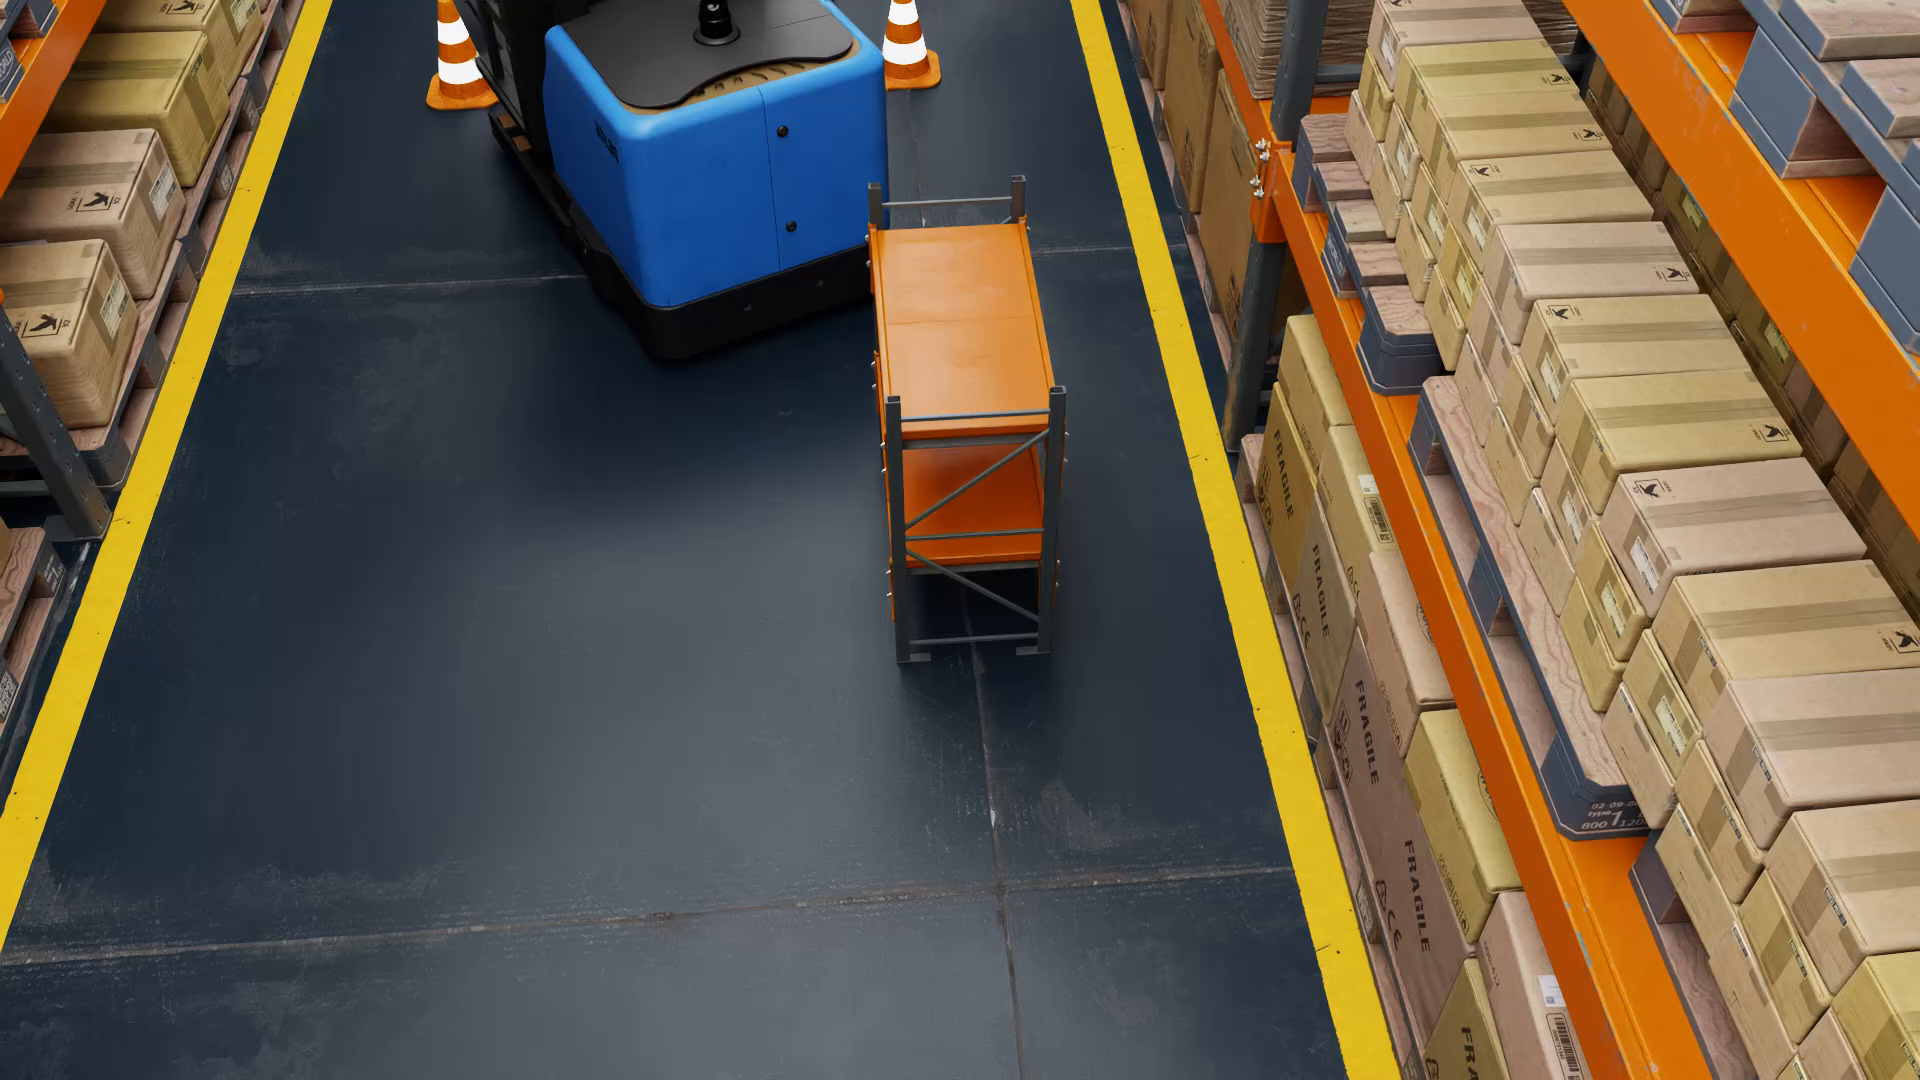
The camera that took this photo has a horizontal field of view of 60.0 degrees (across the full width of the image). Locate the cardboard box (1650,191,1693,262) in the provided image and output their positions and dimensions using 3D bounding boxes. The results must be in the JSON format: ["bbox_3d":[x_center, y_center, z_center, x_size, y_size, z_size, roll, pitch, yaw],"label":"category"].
[{"bbox_3d":[2.004,-0.779,4.306,0.380,0.149,0.250,-3,47,-3],"label":"cardboard box"}]

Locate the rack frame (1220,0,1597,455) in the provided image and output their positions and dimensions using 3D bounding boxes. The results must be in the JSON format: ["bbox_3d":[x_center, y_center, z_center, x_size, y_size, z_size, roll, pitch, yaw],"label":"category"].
[{"bbox_3d":[1.464,-1.416,5.025,1.000,3.000,0.127,-3,47,-3],"label":"rack frame"}]

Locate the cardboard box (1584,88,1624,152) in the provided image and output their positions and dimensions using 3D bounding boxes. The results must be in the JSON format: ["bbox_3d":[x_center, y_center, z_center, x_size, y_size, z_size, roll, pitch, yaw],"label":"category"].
[{"bbox_3d":[1.963,-1.145,4.653,0.380,0.149,0.250,-3,47,-3],"label":"cardboard box"}]

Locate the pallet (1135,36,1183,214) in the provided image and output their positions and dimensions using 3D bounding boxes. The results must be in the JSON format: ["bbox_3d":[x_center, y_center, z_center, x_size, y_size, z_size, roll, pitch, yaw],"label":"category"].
[{"bbox_3d":[1.374,-1.913,7.416,1.003,0.211,1.213,-3,47,-3],"label":"pallet"}]

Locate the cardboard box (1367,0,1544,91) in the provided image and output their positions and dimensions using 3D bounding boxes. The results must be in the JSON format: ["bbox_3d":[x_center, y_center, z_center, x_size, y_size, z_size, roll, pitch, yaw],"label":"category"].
[{"bbox_3d":[1.310,-1.330,4.417,0.380,0.149,0.250,-3,47,-3],"label":"cardboard box"}]

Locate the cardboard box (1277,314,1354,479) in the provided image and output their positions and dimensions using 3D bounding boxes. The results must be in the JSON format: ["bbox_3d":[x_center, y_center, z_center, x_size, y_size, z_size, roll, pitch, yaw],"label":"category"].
[{"bbox_3d":[1.280,-0.445,5.022,0.500,0.250,0.500,-5,47,-5],"label":"cardboard box"}]

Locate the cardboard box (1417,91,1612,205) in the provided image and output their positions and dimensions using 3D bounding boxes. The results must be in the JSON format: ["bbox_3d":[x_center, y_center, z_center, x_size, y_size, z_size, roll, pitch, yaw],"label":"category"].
[{"bbox_3d":[1.351,-0.961,4.068,0.380,0.149,0.250,-4,47,-4],"label":"cardboard box"}]

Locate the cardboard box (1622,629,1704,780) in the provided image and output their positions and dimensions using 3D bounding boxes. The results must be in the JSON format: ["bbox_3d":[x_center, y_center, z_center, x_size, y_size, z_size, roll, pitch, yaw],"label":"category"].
[{"bbox_3d":[1.480,0.285,3.093,0.380,0.149,0.250,-6,47,-5],"label":"cardboard box"}]

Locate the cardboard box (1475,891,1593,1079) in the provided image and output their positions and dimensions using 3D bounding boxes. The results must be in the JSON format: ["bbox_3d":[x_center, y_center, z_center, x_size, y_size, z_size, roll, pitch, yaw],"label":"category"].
[{"bbox_3d":[1.454,1.039,3.616,0.500,0.250,0.500,-1,47,-1],"label":"cardboard box"}]

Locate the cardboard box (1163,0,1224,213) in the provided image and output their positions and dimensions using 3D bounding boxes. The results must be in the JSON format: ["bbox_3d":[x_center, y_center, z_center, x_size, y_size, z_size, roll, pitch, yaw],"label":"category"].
[{"bbox_3d":[1.426,-1.865,6.711,1.050,0.750,0.750,-3,47,-3],"label":"cardboard box"}]

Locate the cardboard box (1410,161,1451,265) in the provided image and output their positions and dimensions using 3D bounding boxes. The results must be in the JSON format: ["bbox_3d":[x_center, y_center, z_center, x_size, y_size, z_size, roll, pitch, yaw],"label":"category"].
[{"bbox_3d":[1.354,-0.826,4.145,0.380,0.149,0.250,-5,47,-5],"label":"cardboard box"}]

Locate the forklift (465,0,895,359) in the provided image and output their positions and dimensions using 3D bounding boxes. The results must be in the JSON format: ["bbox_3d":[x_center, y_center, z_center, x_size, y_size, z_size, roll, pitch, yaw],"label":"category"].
[{"bbox_3d":[-1.416,-2.758,6.344,1.130,2.935,3.031,-22,50,-20],"label":"forklift"}]

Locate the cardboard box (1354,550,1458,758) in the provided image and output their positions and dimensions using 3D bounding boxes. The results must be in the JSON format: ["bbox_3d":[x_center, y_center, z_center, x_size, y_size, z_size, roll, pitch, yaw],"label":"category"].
[{"bbox_3d":[1.351,0.280,4.334,0.500,0.250,0.500,-3,47,-3],"label":"cardboard box"}]

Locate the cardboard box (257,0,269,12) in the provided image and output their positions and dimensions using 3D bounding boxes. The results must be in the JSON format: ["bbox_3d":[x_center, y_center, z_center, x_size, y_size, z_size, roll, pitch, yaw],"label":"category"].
[{"bbox_3d":[-3.749,-2.798,7.854,0.950,0.372,0.625,-3,47,-3],"label":"cardboard box"}]

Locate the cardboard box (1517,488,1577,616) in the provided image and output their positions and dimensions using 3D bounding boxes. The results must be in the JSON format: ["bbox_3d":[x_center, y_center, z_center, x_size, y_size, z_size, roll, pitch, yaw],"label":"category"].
[{"bbox_3d":[1.433,0.009,3.559,0.380,0.149,0.250,-5,47,-5],"label":"cardboard box"}]

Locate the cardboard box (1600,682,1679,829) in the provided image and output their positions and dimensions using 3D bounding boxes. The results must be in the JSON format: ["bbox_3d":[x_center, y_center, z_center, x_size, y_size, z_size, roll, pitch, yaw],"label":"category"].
[{"bbox_3d":[1.477,0.394,3.195,0.380,0.149,0.250,-5,47,-5],"label":"cardboard box"}]

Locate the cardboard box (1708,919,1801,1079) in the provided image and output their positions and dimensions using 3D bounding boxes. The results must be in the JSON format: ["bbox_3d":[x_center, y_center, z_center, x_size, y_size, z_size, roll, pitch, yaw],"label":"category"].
[{"bbox_3d":[1.527,0.776,2.833,0.380,0.149,0.250,-4,47,-3],"label":"cardboard box"}]

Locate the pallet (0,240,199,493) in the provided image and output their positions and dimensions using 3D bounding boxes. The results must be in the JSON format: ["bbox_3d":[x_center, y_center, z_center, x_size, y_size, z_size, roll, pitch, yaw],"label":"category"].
[{"bbox_3d":[-3.524,-0.649,6.219,1.003,0.211,1.213,-3,47,-3],"label":"pallet"}]

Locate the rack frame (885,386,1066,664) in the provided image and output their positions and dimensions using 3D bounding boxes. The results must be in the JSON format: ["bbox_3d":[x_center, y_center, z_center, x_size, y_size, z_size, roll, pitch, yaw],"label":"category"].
[{"bbox_3d":[0.043,-0.014,4.989,0.500,1.125,0.032,-3,47,-3],"label":"rack frame"}]

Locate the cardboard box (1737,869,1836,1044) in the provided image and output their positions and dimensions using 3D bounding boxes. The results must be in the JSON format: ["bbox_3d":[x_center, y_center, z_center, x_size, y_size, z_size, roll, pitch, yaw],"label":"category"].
[{"bbox_3d":[1.527,0.671,2.727,0.380,0.149,0.250,-2,47,-2],"label":"cardboard box"}]

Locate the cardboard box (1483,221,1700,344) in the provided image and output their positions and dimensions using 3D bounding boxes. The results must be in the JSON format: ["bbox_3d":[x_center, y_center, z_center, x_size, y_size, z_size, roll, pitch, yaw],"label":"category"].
[{"bbox_3d":[1.397,-0.573,3.701,0.380,0.149,0.250,-2,47,-1],"label":"cardboard box"}]

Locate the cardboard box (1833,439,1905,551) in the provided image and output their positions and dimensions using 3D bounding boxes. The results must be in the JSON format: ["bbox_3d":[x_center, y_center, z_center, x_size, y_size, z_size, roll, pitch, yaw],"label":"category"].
[{"bbox_3d":[2.091,-0.127,3.483,0.380,0.149,0.250,-4,47,-4],"label":"cardboard box"}]

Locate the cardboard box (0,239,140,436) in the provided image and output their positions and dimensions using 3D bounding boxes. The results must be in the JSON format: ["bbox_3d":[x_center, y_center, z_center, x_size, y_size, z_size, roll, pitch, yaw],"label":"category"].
[{"bbox_3d":[-3.498,-0.693,5.861,0.950,0.372,0.625,-6,47,-6],"label":"cardboard box"}]

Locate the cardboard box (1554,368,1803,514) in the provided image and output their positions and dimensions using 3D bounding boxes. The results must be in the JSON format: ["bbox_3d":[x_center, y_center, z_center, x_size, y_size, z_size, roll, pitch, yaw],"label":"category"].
[{"bbox_3d":[1.438,-0.201,3.349,0.380,0.149,0.250,-4,47,-4],"label":"cardboard box"}]

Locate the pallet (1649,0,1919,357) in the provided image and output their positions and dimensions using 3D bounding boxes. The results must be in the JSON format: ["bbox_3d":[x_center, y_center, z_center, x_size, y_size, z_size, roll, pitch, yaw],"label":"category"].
[{"bbox_3d":[1.763,-0.692,2.403,1.213,0.211,1.003,-3,47,-3],"label":"pallet"}]

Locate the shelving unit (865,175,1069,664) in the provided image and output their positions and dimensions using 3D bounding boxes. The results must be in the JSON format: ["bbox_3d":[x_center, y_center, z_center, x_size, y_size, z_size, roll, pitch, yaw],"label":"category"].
[{"bbox_3d":[0.001,-0.382,5.337,0.538,1.125,1.048,-3,47,-3],"label":"shelving unit"}]

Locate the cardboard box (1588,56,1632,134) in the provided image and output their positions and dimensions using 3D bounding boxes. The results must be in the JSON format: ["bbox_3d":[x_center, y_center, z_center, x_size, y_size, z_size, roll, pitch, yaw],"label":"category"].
[{"bbox_3d":[1.959,-1.247,4.544,0.380,0.149,0.250,-3,47,-2],"label":"cardboard box"}]

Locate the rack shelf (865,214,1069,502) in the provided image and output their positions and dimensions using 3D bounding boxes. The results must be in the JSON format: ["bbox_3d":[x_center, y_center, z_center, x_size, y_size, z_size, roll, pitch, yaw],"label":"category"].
[{"bbox_3d":[0.001,-0.583,5.124,0.538,0.278,1.000,-3,47,-3],"label":"rack shelf"}]

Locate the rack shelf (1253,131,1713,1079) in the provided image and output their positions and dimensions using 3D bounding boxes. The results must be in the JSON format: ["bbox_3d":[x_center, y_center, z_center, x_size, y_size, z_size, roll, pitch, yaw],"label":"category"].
[{"bbox_3d":[1.631,0.278,3.916,1.077,0.370,4.000,-3,47,-3],"label":"rack shelf"}]

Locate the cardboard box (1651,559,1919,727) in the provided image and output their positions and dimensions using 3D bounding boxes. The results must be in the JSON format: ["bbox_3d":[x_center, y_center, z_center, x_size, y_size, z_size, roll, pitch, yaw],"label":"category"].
[{"bbox_3d":[1.488,0.187,2.981,0.380,0.149,0.250,-5,47,-5],"label":"cardboard box"}]

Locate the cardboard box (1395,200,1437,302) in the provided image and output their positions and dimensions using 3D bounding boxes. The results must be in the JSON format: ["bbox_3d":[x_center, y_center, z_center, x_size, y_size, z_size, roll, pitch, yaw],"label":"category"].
[{"bbox_3d":[1.345,-0.749,4.277,0.380,0.149,0.250,-1,47,-1],"label":"cardboard box"}]

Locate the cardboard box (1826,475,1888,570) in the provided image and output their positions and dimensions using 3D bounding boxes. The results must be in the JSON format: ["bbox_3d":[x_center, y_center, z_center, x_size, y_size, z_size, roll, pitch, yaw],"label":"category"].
[{"bbox_3d":[2.091,-0.020,3.587,0.380,0.149,0.250,-5,47,-5],"label":"cardboard box"}]

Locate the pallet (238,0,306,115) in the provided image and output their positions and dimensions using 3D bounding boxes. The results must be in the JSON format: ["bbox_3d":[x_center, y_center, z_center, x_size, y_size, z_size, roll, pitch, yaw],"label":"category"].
[{"bbox_3d":[-3.729,-2.414,7.891,1.003,0.211,1.213,-3,47,-3],"label":"pallet"}]

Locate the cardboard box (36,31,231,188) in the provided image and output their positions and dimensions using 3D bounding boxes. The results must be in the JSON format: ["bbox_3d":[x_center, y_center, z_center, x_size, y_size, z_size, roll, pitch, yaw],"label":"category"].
[{"bbox_3d":[-3.626,-1.775,6.886,0.950,0.372,0.625,-2,47,-2],"label":"cardboard box"}]

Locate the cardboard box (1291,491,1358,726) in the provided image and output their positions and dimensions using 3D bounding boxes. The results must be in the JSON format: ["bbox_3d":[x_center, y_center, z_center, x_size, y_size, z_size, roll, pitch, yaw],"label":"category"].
[{"bbox_3d":[1.314,0.190,4.937,0.500,0.500,0.500,-3,47,-3],"label":"cardboard box"}]

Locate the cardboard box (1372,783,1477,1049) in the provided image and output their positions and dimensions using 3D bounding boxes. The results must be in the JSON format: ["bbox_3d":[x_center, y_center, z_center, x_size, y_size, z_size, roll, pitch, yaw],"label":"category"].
[{"bbox_3d":[1.404,0.930,4.236,0.500,0.500,0.500,-4,47,-4],"label":"cardboard box"}]

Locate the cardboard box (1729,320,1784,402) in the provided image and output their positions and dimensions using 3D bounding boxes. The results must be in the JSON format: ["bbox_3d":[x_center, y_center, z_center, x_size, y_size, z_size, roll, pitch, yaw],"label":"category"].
[{"bbox_3d":[2.045,-0.404,3.951,0.380,0.149,0.250,-5,47,-5],"label":"cardboard box"}]

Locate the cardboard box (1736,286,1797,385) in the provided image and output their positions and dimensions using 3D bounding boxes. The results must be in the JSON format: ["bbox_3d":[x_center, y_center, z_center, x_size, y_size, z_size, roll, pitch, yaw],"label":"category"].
[{"bbox_3d":[2.046,-0.502,3.839,0.380,0.149,0.250,-4,47,-4],"label":"cardboard box"}]

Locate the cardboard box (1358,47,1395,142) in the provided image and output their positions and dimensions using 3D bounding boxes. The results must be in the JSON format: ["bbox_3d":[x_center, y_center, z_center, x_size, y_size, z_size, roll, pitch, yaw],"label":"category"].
[{"bbox_3d":[1.304,-1.215,4.513,0.380,0.149,0.250,-2,47,-2],"label":"cardboard box"}]

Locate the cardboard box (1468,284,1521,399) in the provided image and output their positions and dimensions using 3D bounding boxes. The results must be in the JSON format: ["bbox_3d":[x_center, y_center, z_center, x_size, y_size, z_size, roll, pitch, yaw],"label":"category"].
[{"bbox_3d":[1.396,-0.463,3.801,0.380,0.149,0.250,-3,47,-3],"label":"cardboard box"}]

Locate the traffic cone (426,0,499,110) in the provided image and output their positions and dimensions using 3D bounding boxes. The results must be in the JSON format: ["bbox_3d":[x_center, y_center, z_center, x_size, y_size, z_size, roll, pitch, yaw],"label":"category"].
[{"bbox_3d":[-2.296,-2.252,7.564,0.336,0.463,0.334,-3,47,-3],"label":"traffic cone"}]

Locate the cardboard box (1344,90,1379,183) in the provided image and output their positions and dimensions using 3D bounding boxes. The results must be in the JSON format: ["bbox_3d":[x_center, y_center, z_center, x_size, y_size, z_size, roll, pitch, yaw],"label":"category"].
[{"bbox_3d":[1.300,-1.138,4.646,0.380,0.149,0.250,-4,47,-4],"label":"cardboard box"}]

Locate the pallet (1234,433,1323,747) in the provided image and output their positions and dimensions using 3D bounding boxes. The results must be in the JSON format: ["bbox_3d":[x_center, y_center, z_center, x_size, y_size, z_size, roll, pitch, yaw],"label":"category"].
[{"bbox_3d":[1.528,0.108,5.502,1.003,0.211,1.213,-3,47,-3],"label":"pallet"}]

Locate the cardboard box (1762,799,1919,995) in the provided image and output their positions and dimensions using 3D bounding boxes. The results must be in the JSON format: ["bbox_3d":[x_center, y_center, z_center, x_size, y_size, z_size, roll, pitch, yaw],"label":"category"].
[{"bbox_3d":[1.527,0.555,2.632,0.380,0.149,0.250,-5,47,-5],"label":"cardboard box"}]

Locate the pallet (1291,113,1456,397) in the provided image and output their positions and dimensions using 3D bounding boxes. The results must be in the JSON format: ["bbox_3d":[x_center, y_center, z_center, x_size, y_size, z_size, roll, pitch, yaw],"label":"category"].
[{"bbox_3d":[1.629,-0.841,4.613,1.213,0.211,1.003,-3,47,-3],"label":"pallet"}]

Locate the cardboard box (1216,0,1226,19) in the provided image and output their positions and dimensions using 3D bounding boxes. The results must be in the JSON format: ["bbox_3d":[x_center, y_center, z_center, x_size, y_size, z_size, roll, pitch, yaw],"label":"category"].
[{"bbox_3d":[1.118,-2.121,5.624,0.500,0.500,0.500,-3,47,-3],"label":"cardboard box"}]

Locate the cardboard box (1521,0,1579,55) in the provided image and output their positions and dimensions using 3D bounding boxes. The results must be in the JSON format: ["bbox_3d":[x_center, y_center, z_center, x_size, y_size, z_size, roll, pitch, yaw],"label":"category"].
[{"bbox_3d":[1.695,-1.792,5.312,0.500,0.500,0.500,-3,47,-3],"label":"cardboard box"}]

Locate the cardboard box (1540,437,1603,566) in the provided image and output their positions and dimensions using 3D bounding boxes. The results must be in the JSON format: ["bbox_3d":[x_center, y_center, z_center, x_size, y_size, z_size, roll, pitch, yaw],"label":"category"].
[{"bbox_3d":[1.440,-0.088,3.446,0.380,0.149,0.250,-2,47,-2],"label":"cardboard box"}]

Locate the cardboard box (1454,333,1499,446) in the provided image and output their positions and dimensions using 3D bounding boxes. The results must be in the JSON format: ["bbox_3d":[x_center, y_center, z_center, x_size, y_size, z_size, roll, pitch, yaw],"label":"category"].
[{"bbox_3d":[1.394,-0.361,3.910,0.380,0.149,0.250,-2,47,-2],"label":"cardboard box"}]

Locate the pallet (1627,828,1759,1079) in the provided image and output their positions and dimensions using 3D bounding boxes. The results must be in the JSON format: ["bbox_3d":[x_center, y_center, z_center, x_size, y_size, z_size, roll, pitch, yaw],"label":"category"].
[{"bbox_3d":[1.880,0.982,2.886,1.003,0.211,1.213,-3,47,-3],"label":"pallet"}]

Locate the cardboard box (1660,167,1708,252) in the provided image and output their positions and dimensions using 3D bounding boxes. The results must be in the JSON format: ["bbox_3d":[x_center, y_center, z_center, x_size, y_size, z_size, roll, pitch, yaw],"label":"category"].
[{"bbox_3d":[2.007,-0.864,4.181,0.380,0.149,0.250,-2,47,-2],"label":"cardboard box"}]
